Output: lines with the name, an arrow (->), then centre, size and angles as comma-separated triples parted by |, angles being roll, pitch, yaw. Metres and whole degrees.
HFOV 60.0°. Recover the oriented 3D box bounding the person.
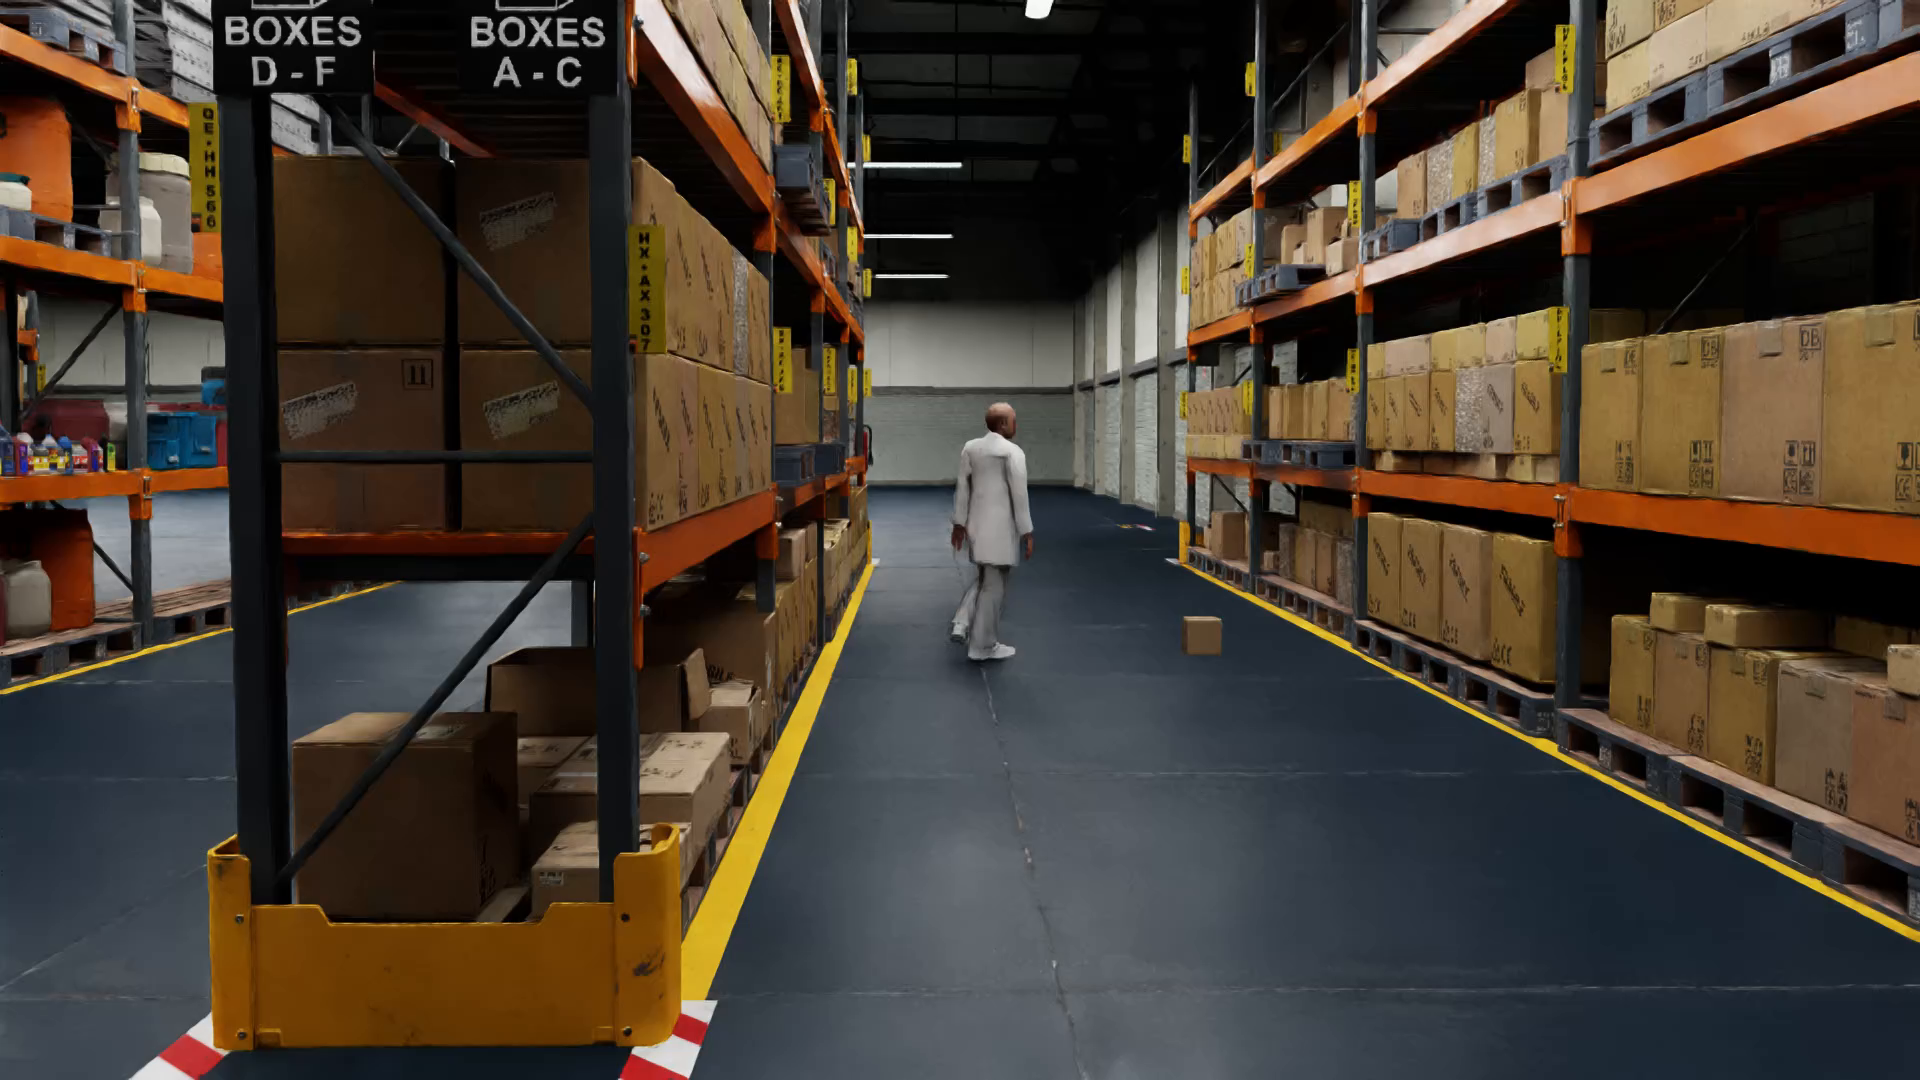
person -> 0.216, -0.068, 11.565 | 0.505, 1.774, 0.704 | -3, 5, -42
